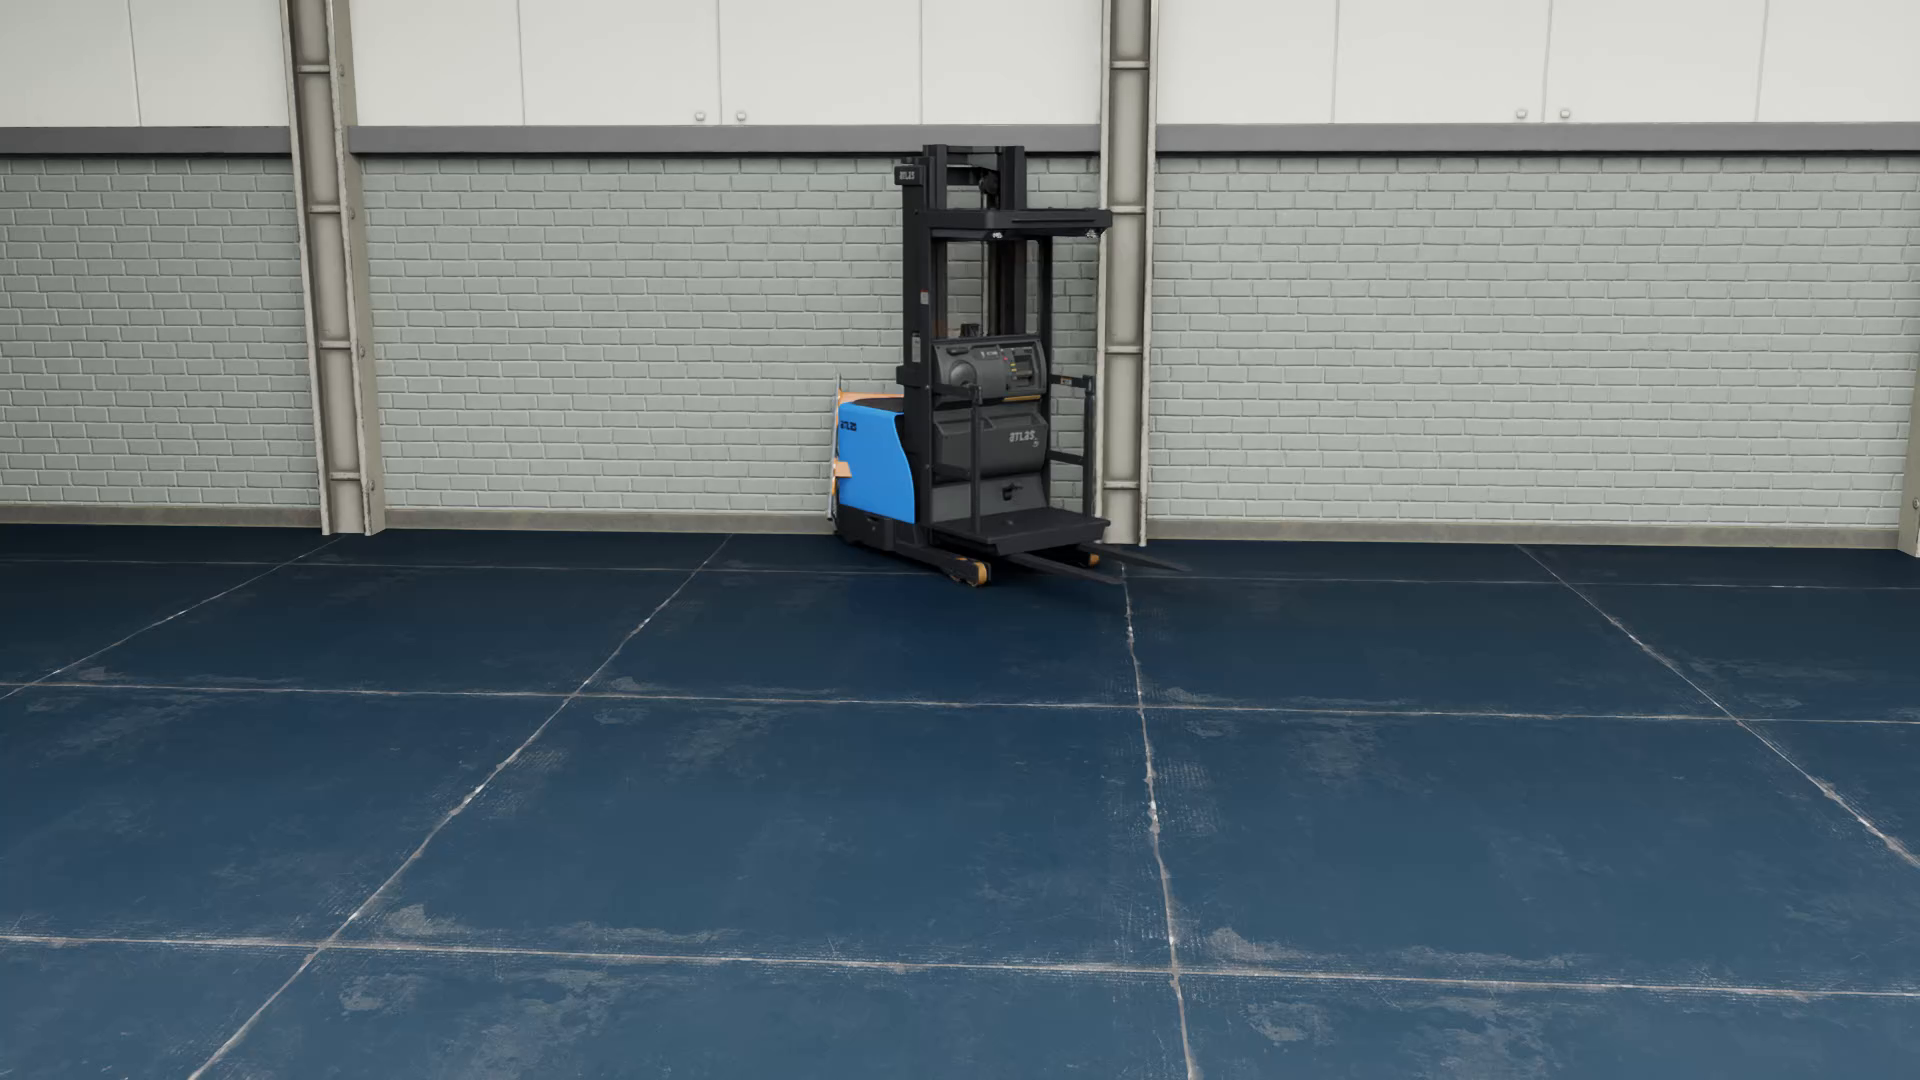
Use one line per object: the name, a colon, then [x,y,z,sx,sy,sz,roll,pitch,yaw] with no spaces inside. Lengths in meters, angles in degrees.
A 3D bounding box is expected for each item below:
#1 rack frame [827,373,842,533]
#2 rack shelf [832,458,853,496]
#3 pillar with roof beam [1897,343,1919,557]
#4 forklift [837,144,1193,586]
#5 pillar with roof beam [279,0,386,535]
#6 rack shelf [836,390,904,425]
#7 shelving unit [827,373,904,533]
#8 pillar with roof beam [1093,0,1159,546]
rack frame: [-0.933,-0.655,12.683,0.032,1.125,0.500,2,-13,3]
rack shelf: [-0.437,-0.400,12.601,1.000,0.278,0.538,2,-13,3]
pillar with roof beam: [6.918,-3.431,7.191,0.400,9.000,9.100,1,12,4]
forklift: [0.346,-1.233,11.504,1.130,2.935,3.031,-9,15,-35]
pillar with roof beam: [-5.056,-3.595,7.975,0.400,9.000,9.100,1,12,4]
rack shelf: [-0.413,-0.922,12.723,1.000,0.278,0.538,2,-13,3]
shelving unit: [-0.426,-0.637,12.656,1.048,1.125,0.538,2,-13,3]
pillar with roof beam: [0.931,-3.513,7.583,0.400,9.000,9.100,1,12,4]
